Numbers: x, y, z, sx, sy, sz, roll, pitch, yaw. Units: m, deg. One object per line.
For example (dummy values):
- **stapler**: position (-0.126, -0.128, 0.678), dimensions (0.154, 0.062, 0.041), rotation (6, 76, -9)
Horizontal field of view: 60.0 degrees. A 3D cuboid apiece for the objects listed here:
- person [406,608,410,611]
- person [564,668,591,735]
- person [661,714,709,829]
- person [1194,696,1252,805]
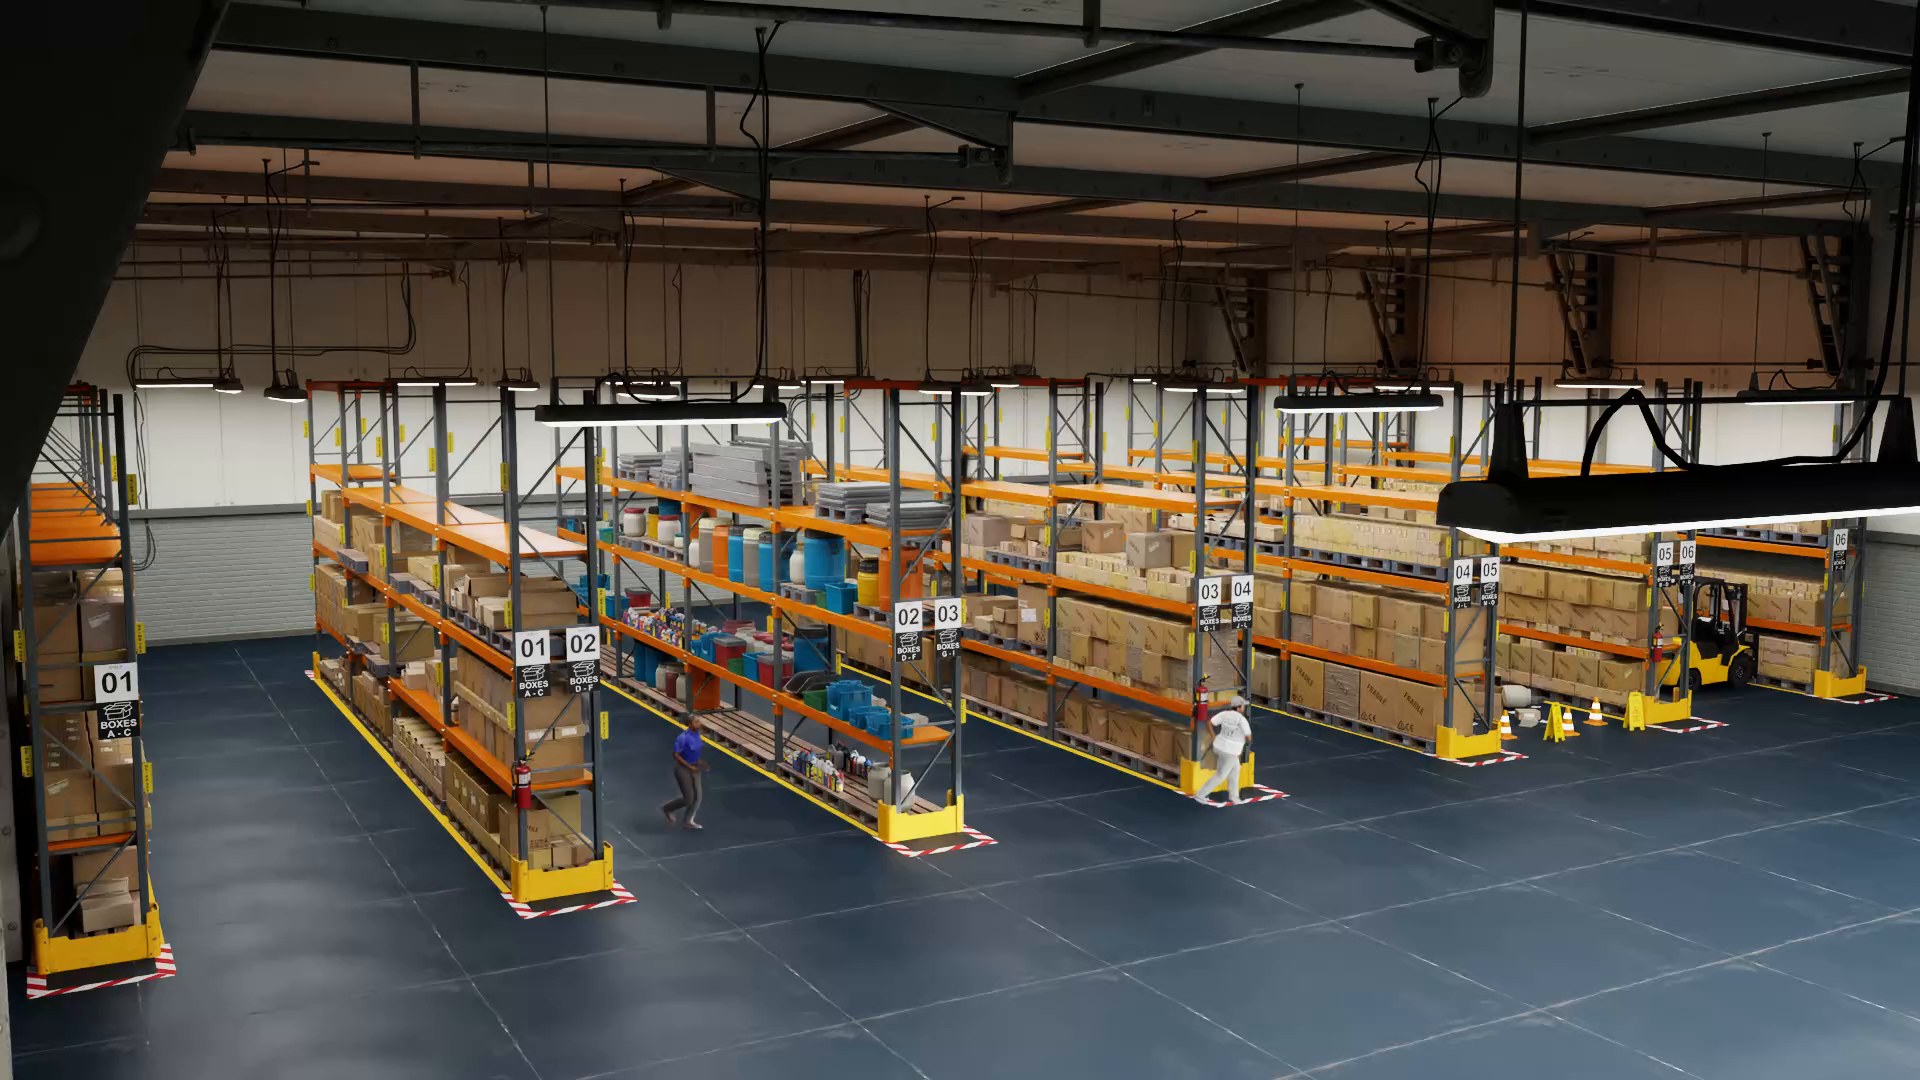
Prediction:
- **person**: position (-11.472, 1.744, 34.840), dimensions (0.854, 1.835, 0.655), rotation (5, 8, 40)
- **person**: position (-6.597, 2.436, 28.669), dimensions (0.528, 1.740, 0.861), rotation (-3, 7, -29)
- **person**: position (-3.761, 3.182, 22.675), dimensions (0.646, 1.523, 0.572), rotation (3, 7, 26)
- **person**: position (3.780, 3.038, 23.589), dimensions (0.874, 1.663, 0.624), rotation (-2, 7, -21)
